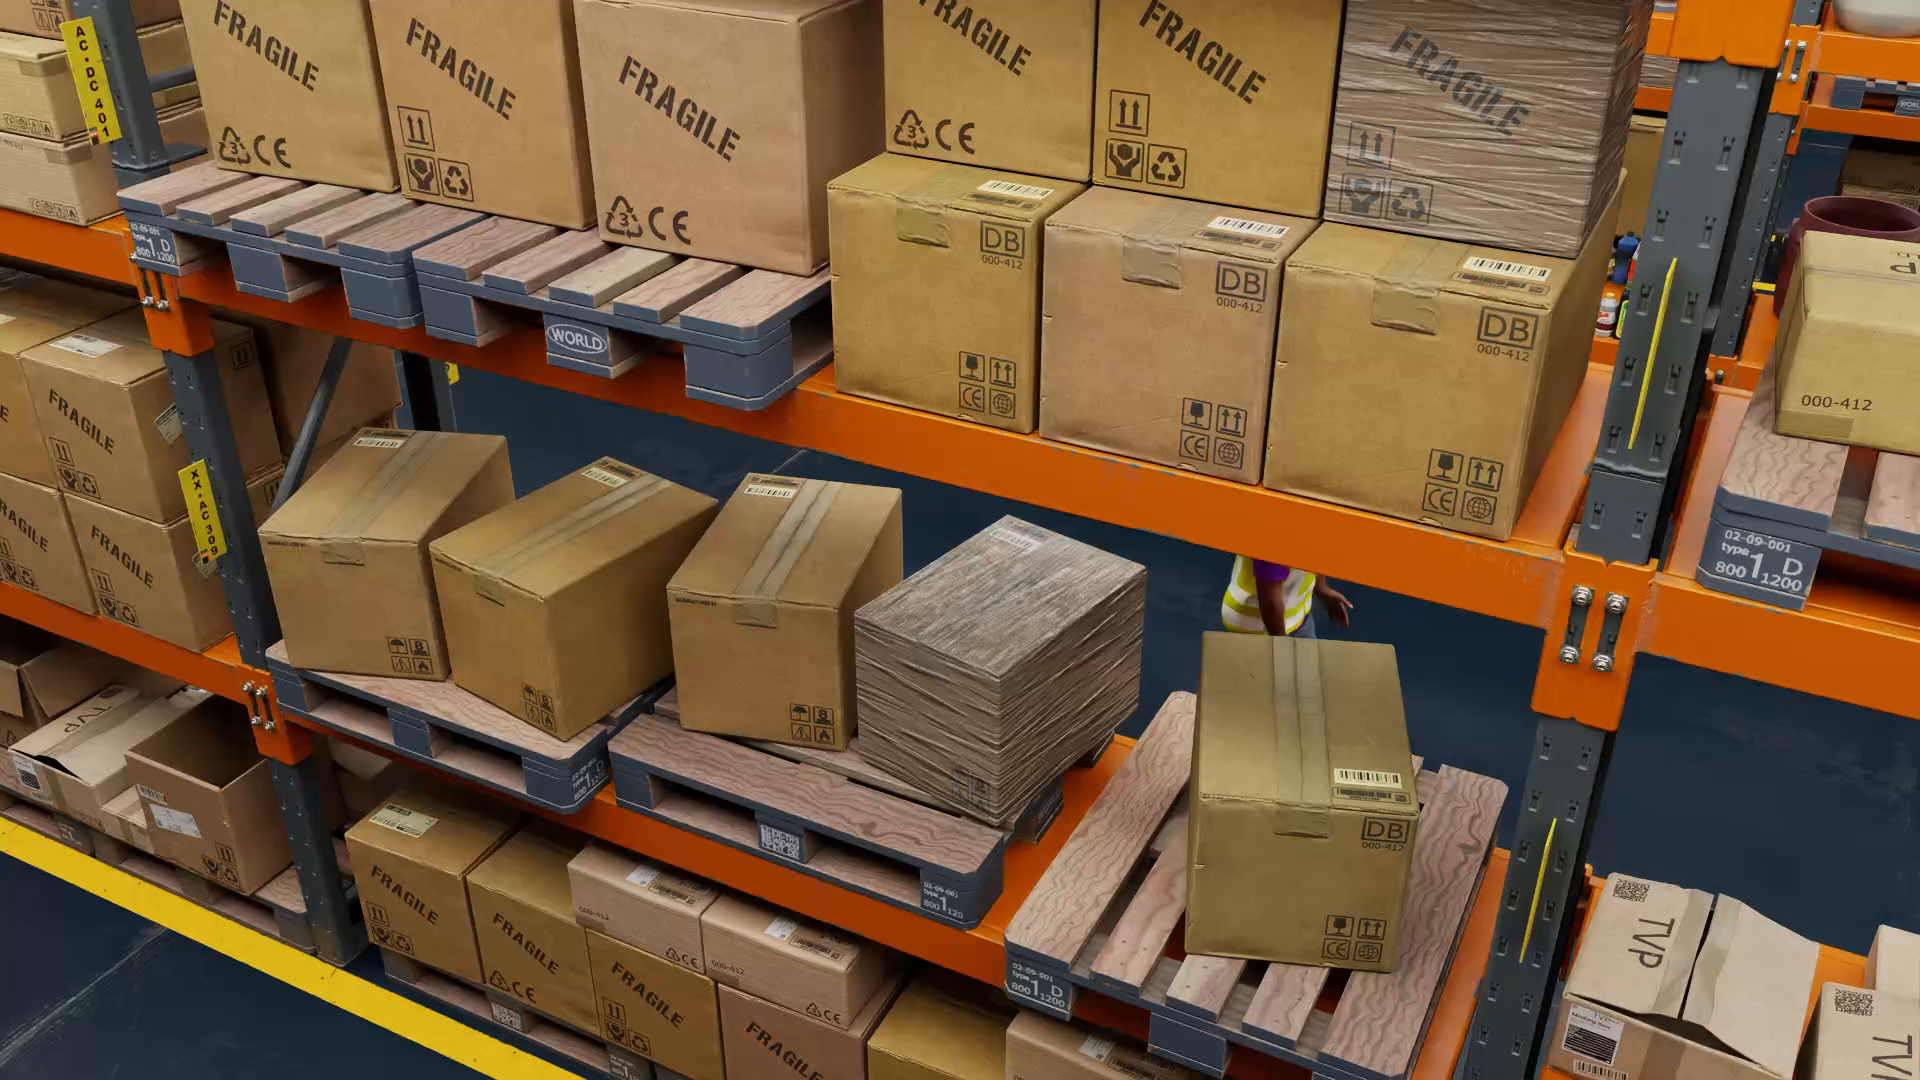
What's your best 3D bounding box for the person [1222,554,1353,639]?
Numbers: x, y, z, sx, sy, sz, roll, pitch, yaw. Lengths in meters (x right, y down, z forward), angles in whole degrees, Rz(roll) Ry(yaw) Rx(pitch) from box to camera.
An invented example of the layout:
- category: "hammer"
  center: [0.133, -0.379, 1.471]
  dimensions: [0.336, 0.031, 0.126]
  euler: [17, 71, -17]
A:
- category: "person"
  center: [1.292, 0.318, 6.647]
  dimensions: [0.434, 1.676, 0.595]
  euler: [15, 33, 25]
